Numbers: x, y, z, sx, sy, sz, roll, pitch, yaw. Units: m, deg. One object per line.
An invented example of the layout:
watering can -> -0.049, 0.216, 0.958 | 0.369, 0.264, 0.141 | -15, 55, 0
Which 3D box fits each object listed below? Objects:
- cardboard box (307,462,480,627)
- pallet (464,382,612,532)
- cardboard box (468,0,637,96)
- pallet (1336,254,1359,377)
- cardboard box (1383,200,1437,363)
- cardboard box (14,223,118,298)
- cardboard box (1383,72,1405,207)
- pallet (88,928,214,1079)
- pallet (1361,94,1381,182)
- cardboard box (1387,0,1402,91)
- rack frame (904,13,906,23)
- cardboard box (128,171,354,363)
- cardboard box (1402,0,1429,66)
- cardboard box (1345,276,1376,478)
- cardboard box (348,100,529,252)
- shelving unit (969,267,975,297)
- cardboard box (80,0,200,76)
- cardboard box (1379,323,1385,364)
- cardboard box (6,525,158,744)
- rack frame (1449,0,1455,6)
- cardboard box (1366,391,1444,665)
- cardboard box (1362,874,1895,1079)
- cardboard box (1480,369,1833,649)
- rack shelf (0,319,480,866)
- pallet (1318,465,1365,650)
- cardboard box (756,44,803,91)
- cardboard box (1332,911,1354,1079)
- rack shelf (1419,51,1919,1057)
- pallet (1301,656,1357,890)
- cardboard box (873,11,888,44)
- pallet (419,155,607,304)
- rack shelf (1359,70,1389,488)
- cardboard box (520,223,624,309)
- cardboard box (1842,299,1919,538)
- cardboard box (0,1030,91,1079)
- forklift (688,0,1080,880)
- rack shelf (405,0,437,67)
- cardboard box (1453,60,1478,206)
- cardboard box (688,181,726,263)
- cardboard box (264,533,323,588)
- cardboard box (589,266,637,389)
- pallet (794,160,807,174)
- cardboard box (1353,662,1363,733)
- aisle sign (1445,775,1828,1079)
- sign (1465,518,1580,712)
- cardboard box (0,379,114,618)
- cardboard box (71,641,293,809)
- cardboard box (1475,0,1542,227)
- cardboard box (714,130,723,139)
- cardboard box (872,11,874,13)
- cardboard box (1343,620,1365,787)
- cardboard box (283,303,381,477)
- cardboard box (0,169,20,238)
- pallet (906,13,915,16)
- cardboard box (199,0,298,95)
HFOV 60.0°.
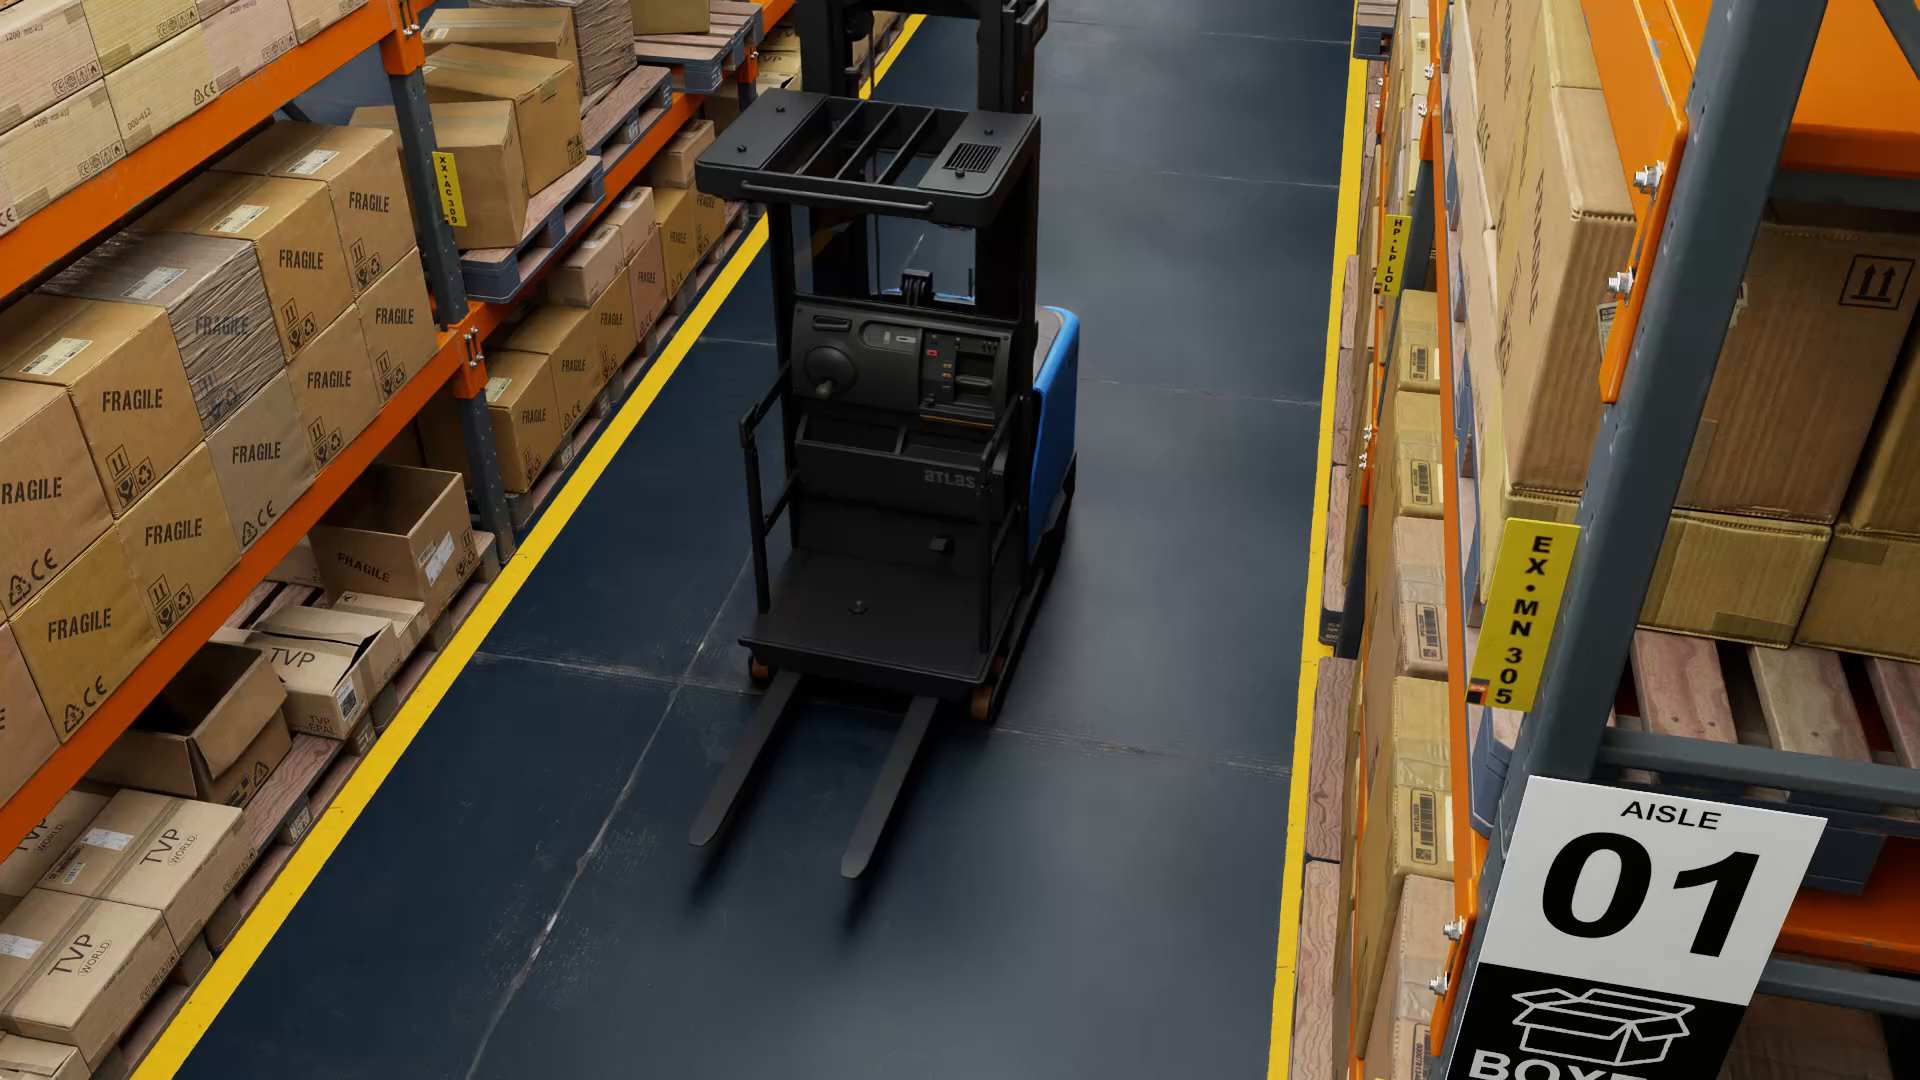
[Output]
cardboard box -> -2.525, 0.010, 7.435 | 0.500, 0.500, 0.500 | 7, 37, 10
pallet -> -2.544, -0.528, 8.799 | 1.003, 0.211, 1.213 | 7, 37, 10
cardboard box -> -2.233, -2.814, 9.134 | 0.700, 0.500, 0.500 | 14, 38, 19
pallet -> 2.772, -1.289, 9.848 | 1.003, 0.211, 1.213 | 7, 37, 10
cardboard box -> 2.012, -1.032, 6.763 | 0.500, 0.500, 0.500 | 7, 36, 9
cardboard box -> -3.276, -0.806, 5.869 | 0.500, 0.500, 0.500 | 6, 36, 9
cardboard box -> 2.328, -1.900, 7.960 | 0.500, 0.500, 0.500 | 8, 37, 11
pallet -> -3.349, 1.736, 5.676 | 1.003, 0.211, 1.213 | 7, 37, 10
pallet -> 3.445, -2.876, 12.039 | 1.003, 0.211, 1.213 | 7, 37, 10
cardboard box -> 2.660, -2.783, 9.178 | 0.500, 0.500, 0.500 | 8, 37, 11
rack frame -> -0.972, -5.772, 13.658 | 1.000, 3.000, 0.127 | 7, 37, 10
cardboard box -> -2.643, -1.015, 6.157 | 0.500, 0.500, 0.500 | 7, 36, 9
cardboard box -> 2.448, -2.510, 8.162 | 0.500, 0.250, 0.500 | 8, 37, 10
cardboard box -> 2.358, -0.766, 8.224 | 0.750, 0.750, 0.750 | 8, 37, 11
cardboard box -> -2.361, -1.640, 7.514 | 0.700, 0.500, 0.500 | -4, 36, -6
shelving unit -> 0.185, -0.865, 8.421 | 0.258, 1.200, 0.189 | 9, 37, 13
cardboard box -> -2.738, -1.657, 5.126 | 0.500, 0.250, 0.500 | 7, 37, 10
cardboard box -> 1.986, -0.851, 7.065 | 0.380, 0.149, 0.250 | 8, 37, 11
cardboard box -> -2.968, 0.262, 5.248 | 0.500, 0.500, 0.500 | 7, 37, 10
rack frame -> 2.160, -2.996, 4.716 | 1.000, 3.000, 0.127 | 7, 37, 10
cardboard box -> 1.866, 0.038, 5.386 | 0.980, 0.700, 0.700 | 6, 36, 9
cardboard box -> 1.404, 1.311, 3.630 | 0.980, 0.700, 0.700 | 9, 37, 12
cardboard box -> 1.202, -0.091, 2.949 | 0.500, 0.250, 0.500 | 8, 37, 11
rack shelf -> -3.108, 0.252, 5.959 | 1.077, 0.370, 4.000 | 7, 37, 10
pallet -> 2.251, 0.110, 7.918 | 1.003, 0.211, 1.213 | 7, 37, 10
cardboard box -> -1.324, -3.329, 11.794 | 0.500, 0.311, 0.500 | 6, 36, 9
cardboard box -> 1.571, 1.579, 5.288 | 0.700, 0.500, 0.500 | 6, 36, 8
rack shelf -> 1.732, -0.344, 4.225 | 1.077, 0.370, 4.000 | 7, 37, 10
pallet -> 1.921, 0.988, 6.707 | 1.003, 0.211, 1.213 | 7, 37, 10
cardboard box -> -0.887, -4.265, 13.564 | 0.500, 0.250, 0.500 | 7, 36, 9
pallet -> -2.403, -1.553, 8.000 | 1.003, 0.211, 1.213 | 7, 37, 10
rack shelf -> 2.587, -1.423, 8.270 | 1.077, 0.370, 4.000 | 7, 37, 10
cardboard box -> -2.126, -1.476, 8.846 | 0.500, 0.250, 0.500 | 7, 37, 10
cardboard box -> 1.697, -0.330, 2.639 | 0.500, 0.500, 0.500 | 6, 36, 8
cardboard box -> -3.056, 1.736, 5.338 | 0.380, 0.166, 0.250 | 7, 37, 10
forklift -> -0.302, -0.662, 6.666 | 1.130, 2.935, 3.031 | 9, 37, 13
rack shelf -> -2.253, -3.256, 8.243 | 1.077, 0.370, 4.000 | 7, 37, 10
cardboard box -> 1.529, -0.983, 4.179 | 0.500, 0.250, 0.500 | 6, 36, 9
cardboard box -> -1.797, -2.080, 10.318 | 0.500, 0.500, 0.500 | 9, 37, 12
cardboard box -> -2.982, -0.062, 7.696 | 0.500, 0.311, 0.500 | 7, 37, 10
cardboard box -> -2.122, -1.192, 9.093 | 0.500, 0.500, 0.500 | 8, 37, 11
pallet -> -1.612, -2.817, 11.957 | 1.003, 0.211, 1.213 | 7, 37, 10
cardboard box -> 1.648, 0.602, 6.083 | 0.380, 0.149, 0.250 | 8, 37, 12
aisle sign -> 0.997, 0.677, 2.545 | 0.394, 0.787, 0.004 | 7, 37, 10
sign -> 0.778, 0.109, 2.300 | 0.100, 0.325, 0.005 | 7, 37, 10
cardboard box -> -2.967, -0.146, 4.959 | 0.500, 0.500, 0.500 | 8, 37, 11
cardboard box -> -3.077, 0.724, 6.447 | 0.797, 0.503, 0.637 | 7, 37, 10
cardboard box -> 1.416, -0.981, 3.538 | 0.500, 0.500, 0.500 | 6, 36, 8
cardboard box -> -1.428, -2.799, 11.542 | 0.500, 0.250, 0.500 | 7, 37, 10
cardboard box -> -0.883, -4.489, 13.395 | 0.500, 0.311, 0.500 | 8, 37, 11
cardboard box -> 1.900, 0.691, 6.513 | 0.700, 0.500, 0.500 | 8, 37, 11
cardboard box -> -2.646, -0.612, 6.453 | 0.500, 0.500, 0.500 | 8, 37, 11
cardboard box -> -2.952, -0.881, 4.482 | 0.500, 0.250, 0.500 | 7, 37, 10
pallet -> -0.761, -5.094, 15.099 | 1.003, 0.211, 1.213 | 7, 37, 10
cardboard box -> -2.642, -1.742, 5.670 | 0.500, 0.250, 0.500 | 7, 37, 10
